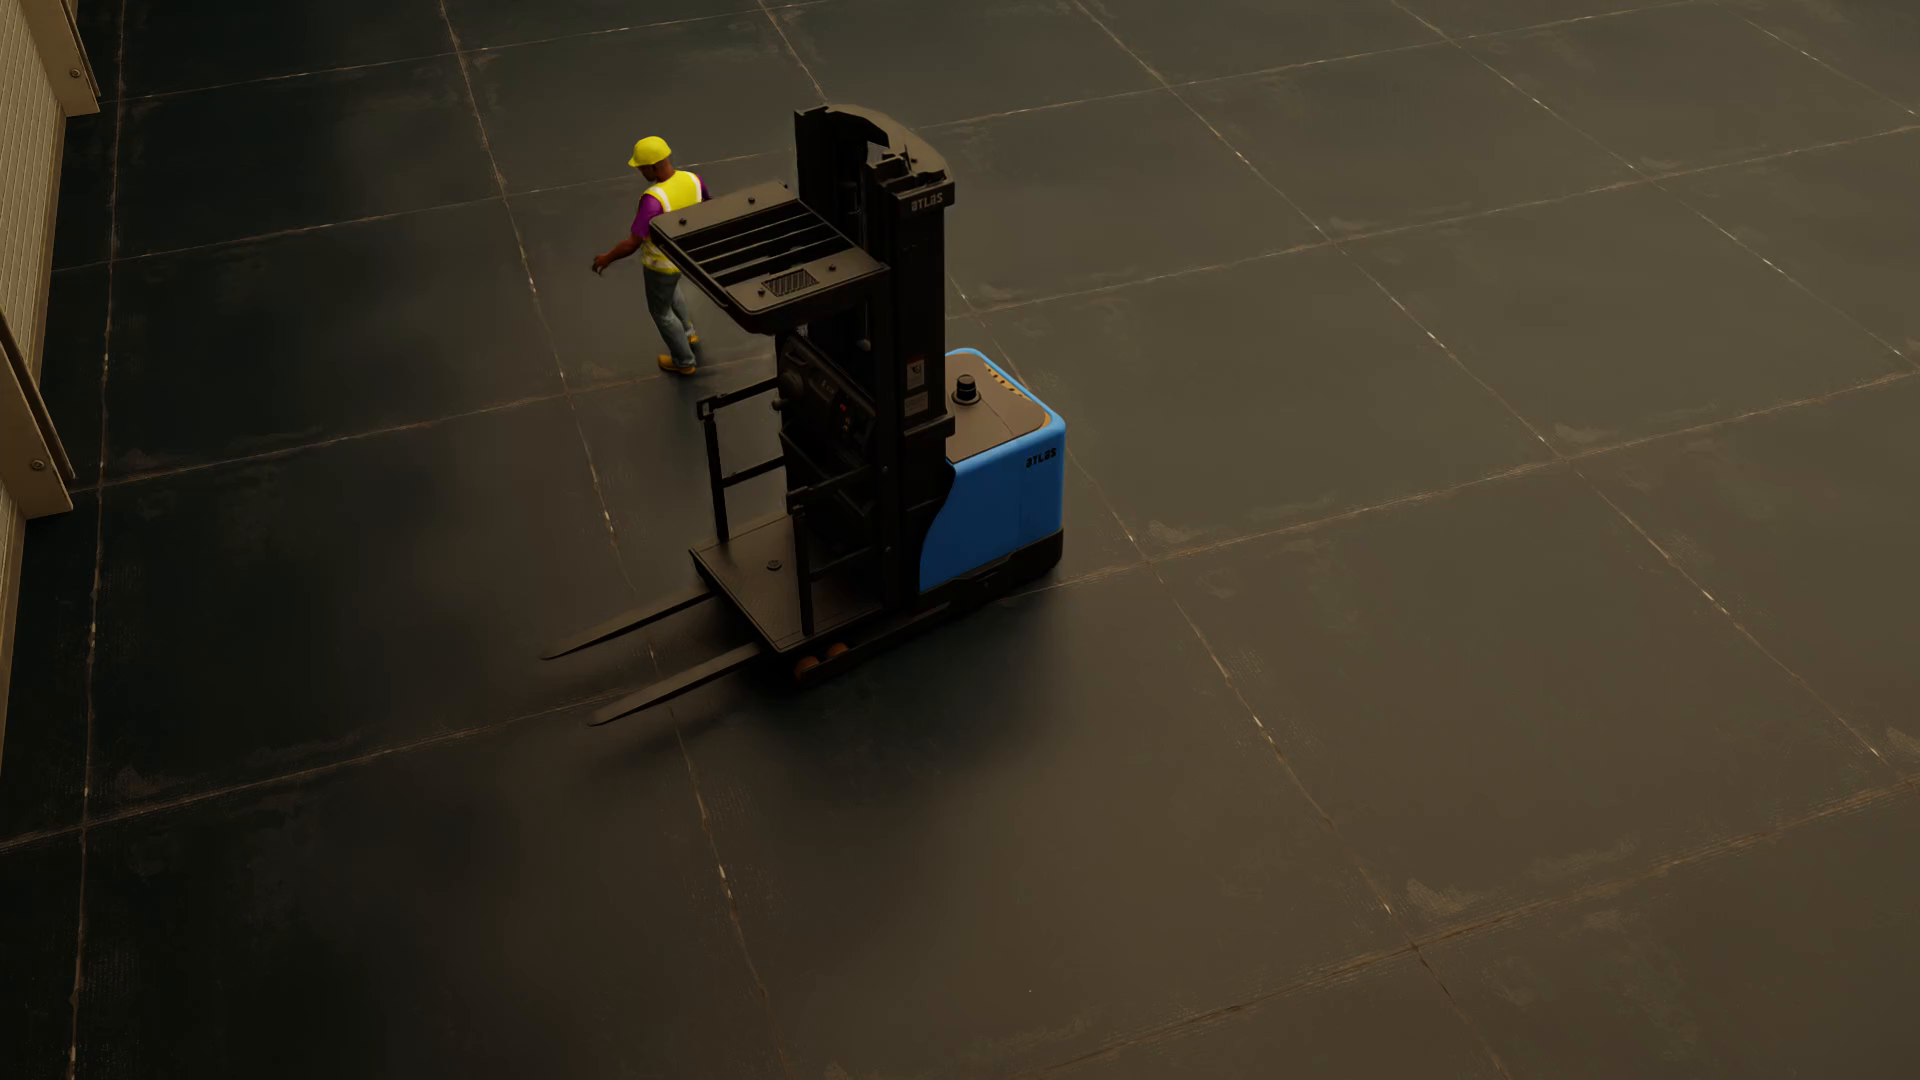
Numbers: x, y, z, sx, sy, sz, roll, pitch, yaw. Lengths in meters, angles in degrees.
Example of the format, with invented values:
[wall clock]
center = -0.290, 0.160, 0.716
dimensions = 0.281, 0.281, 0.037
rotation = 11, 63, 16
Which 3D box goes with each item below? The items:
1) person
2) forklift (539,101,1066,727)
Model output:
[person]
center = -1.998, -1.907, 11.225
dimensions = 0.497, 1.785, 0.966
rotation = 23, 45, 25
[forklift]
center = -0.889, -0.694, 8.822
dimensions = 3.031, 2.935, 1.130
rotation = -24, 45, -25
